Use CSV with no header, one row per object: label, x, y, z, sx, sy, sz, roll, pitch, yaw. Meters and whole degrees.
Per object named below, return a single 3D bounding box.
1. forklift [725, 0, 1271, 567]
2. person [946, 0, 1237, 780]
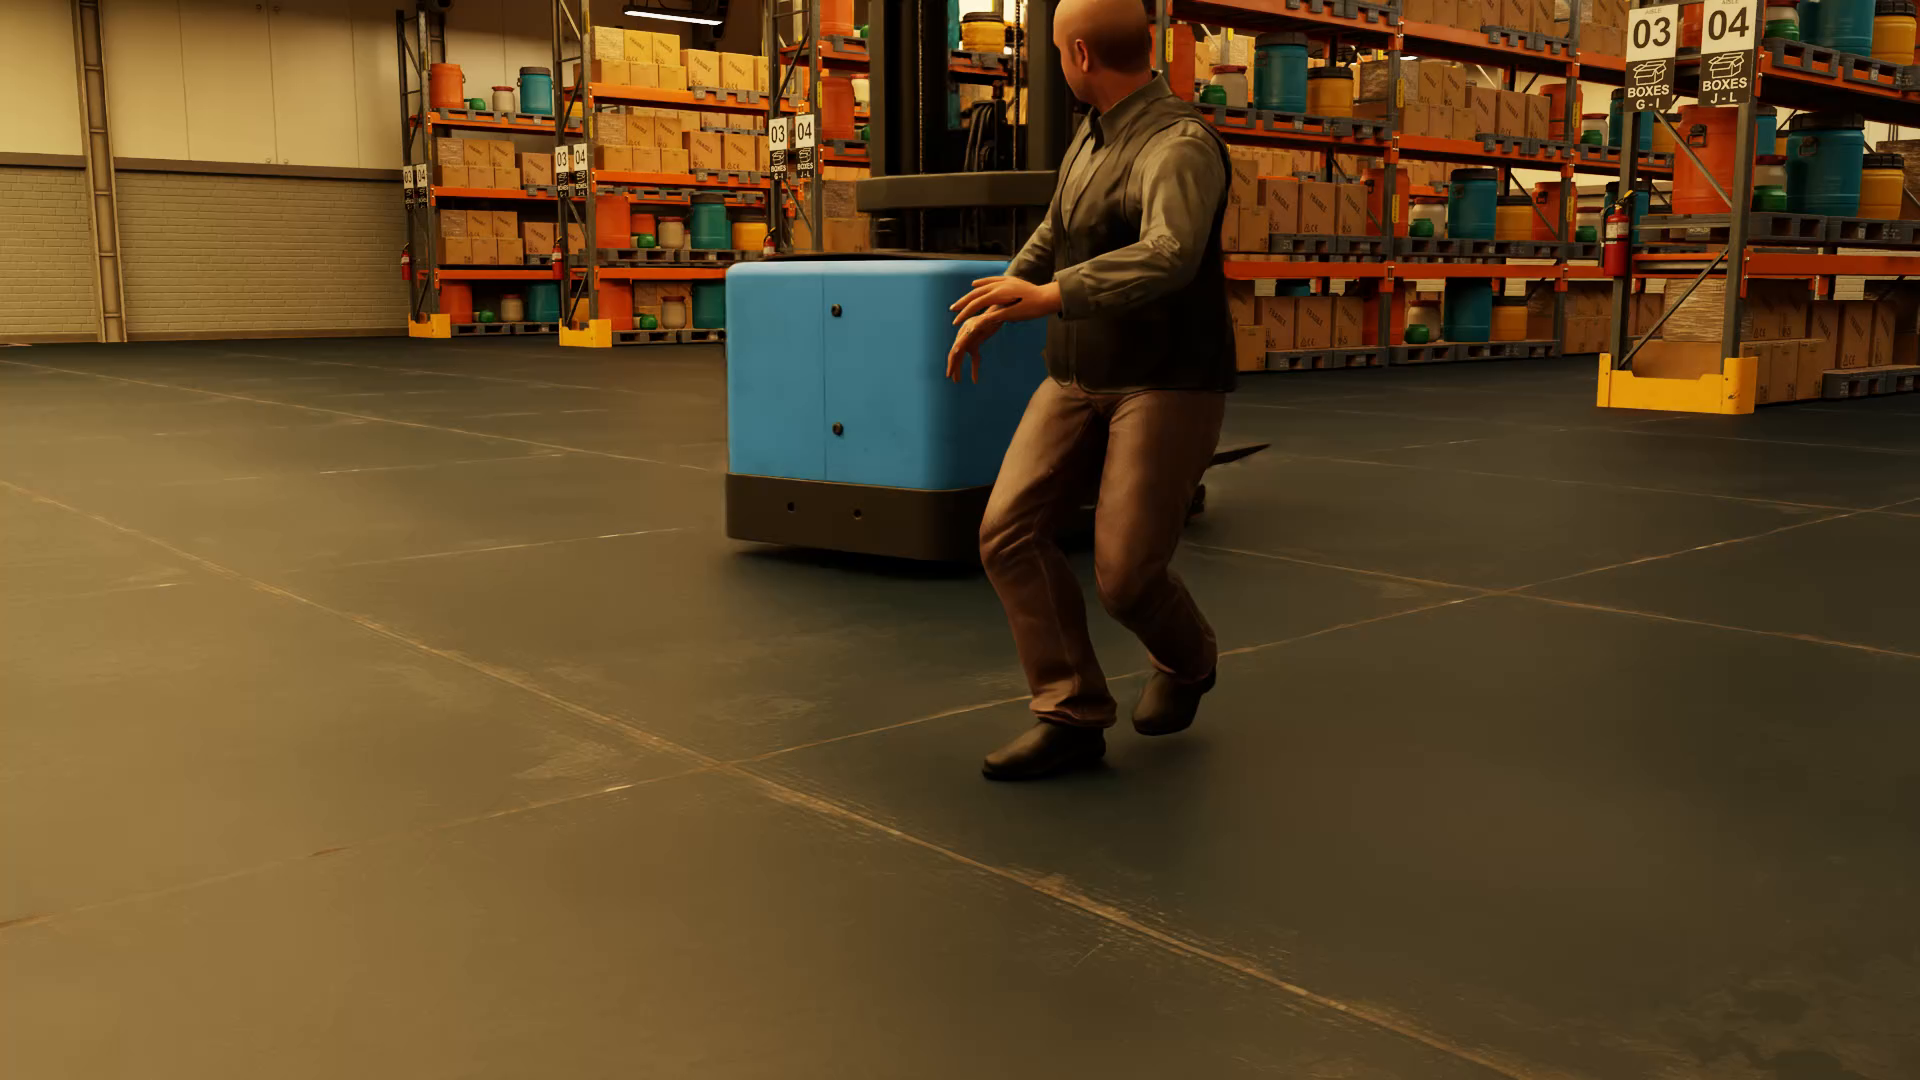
forklift,0.382,-1.535,6.875,1.130,2.935,3.031,6,11,34
person,0.209,-0.328,3.447,0.805,1.599,0.849,-6,11,-36
